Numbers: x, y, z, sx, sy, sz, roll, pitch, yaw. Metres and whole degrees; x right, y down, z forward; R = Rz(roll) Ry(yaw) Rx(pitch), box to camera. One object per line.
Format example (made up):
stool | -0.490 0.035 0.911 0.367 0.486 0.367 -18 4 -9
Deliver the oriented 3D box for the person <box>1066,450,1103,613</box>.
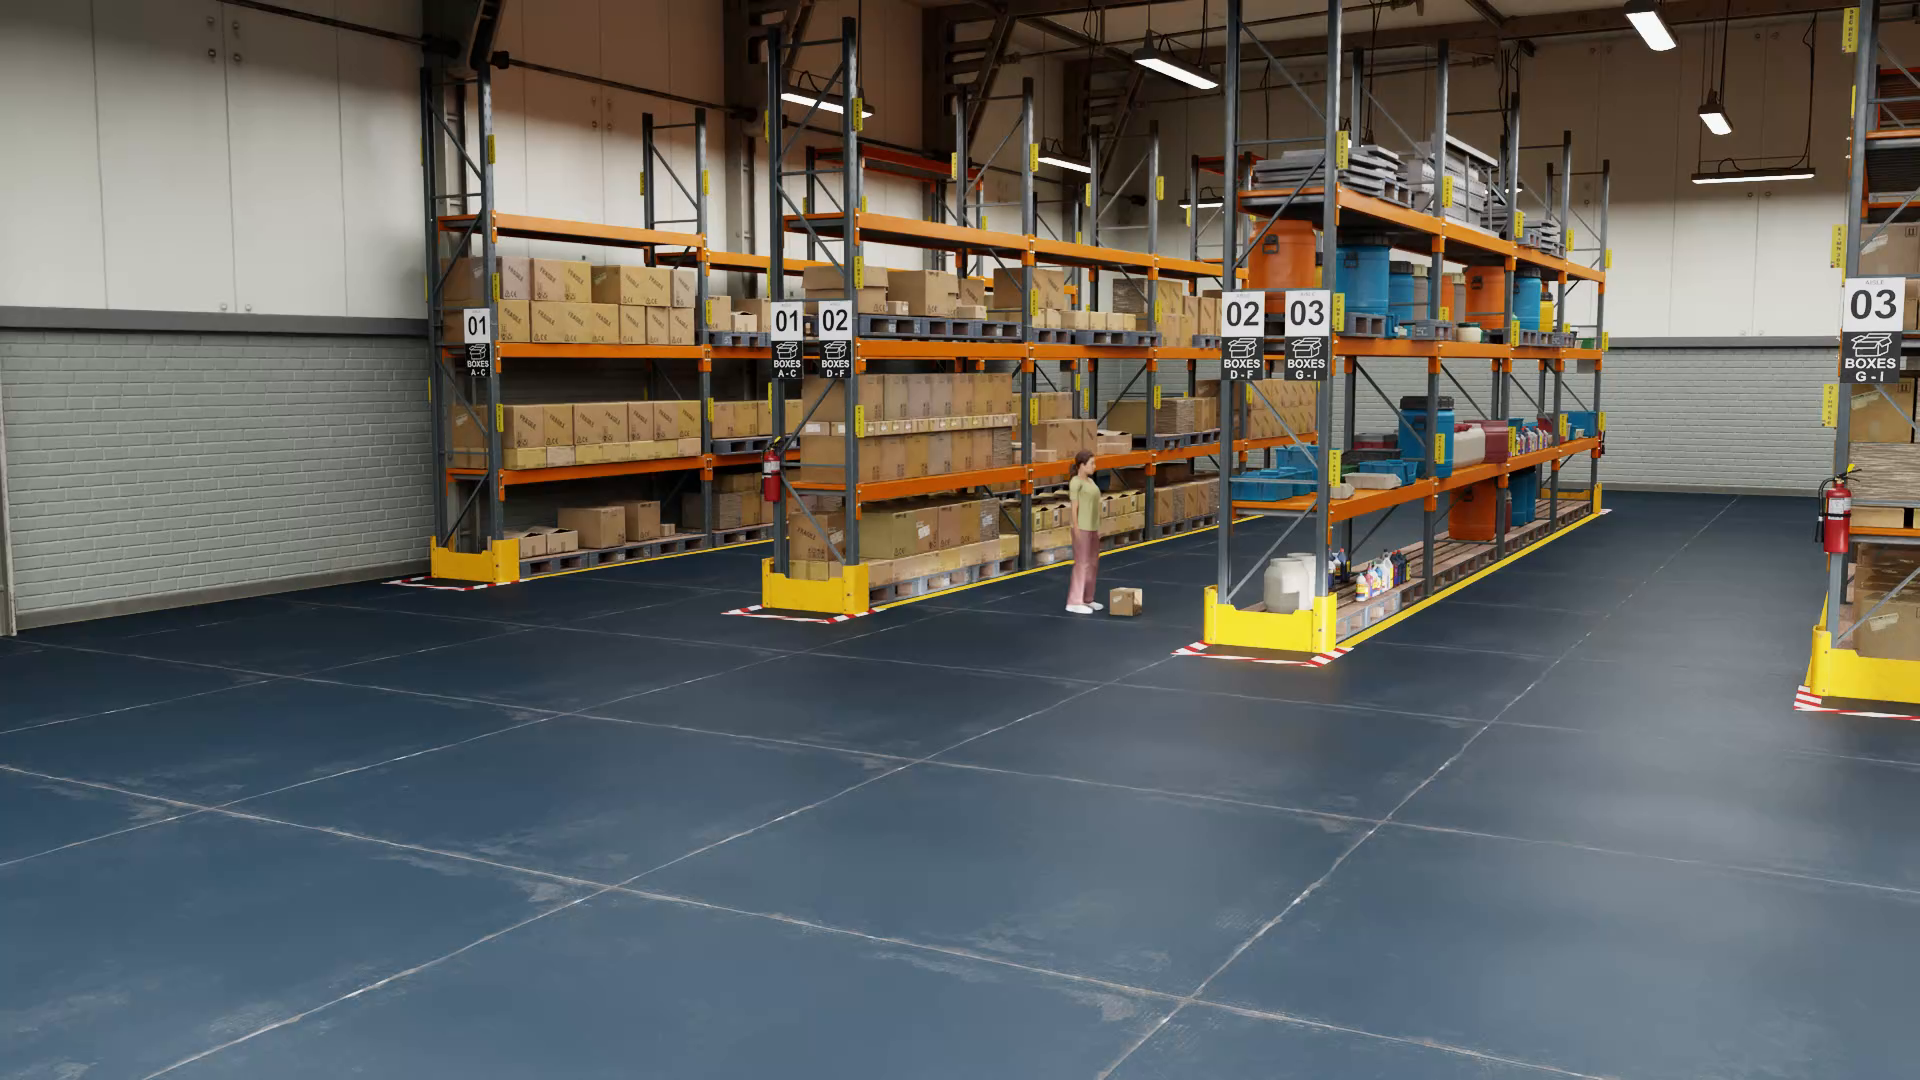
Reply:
person | 1.296 -0.093 17.273 0.343 1.678 0.442 3 7 30
